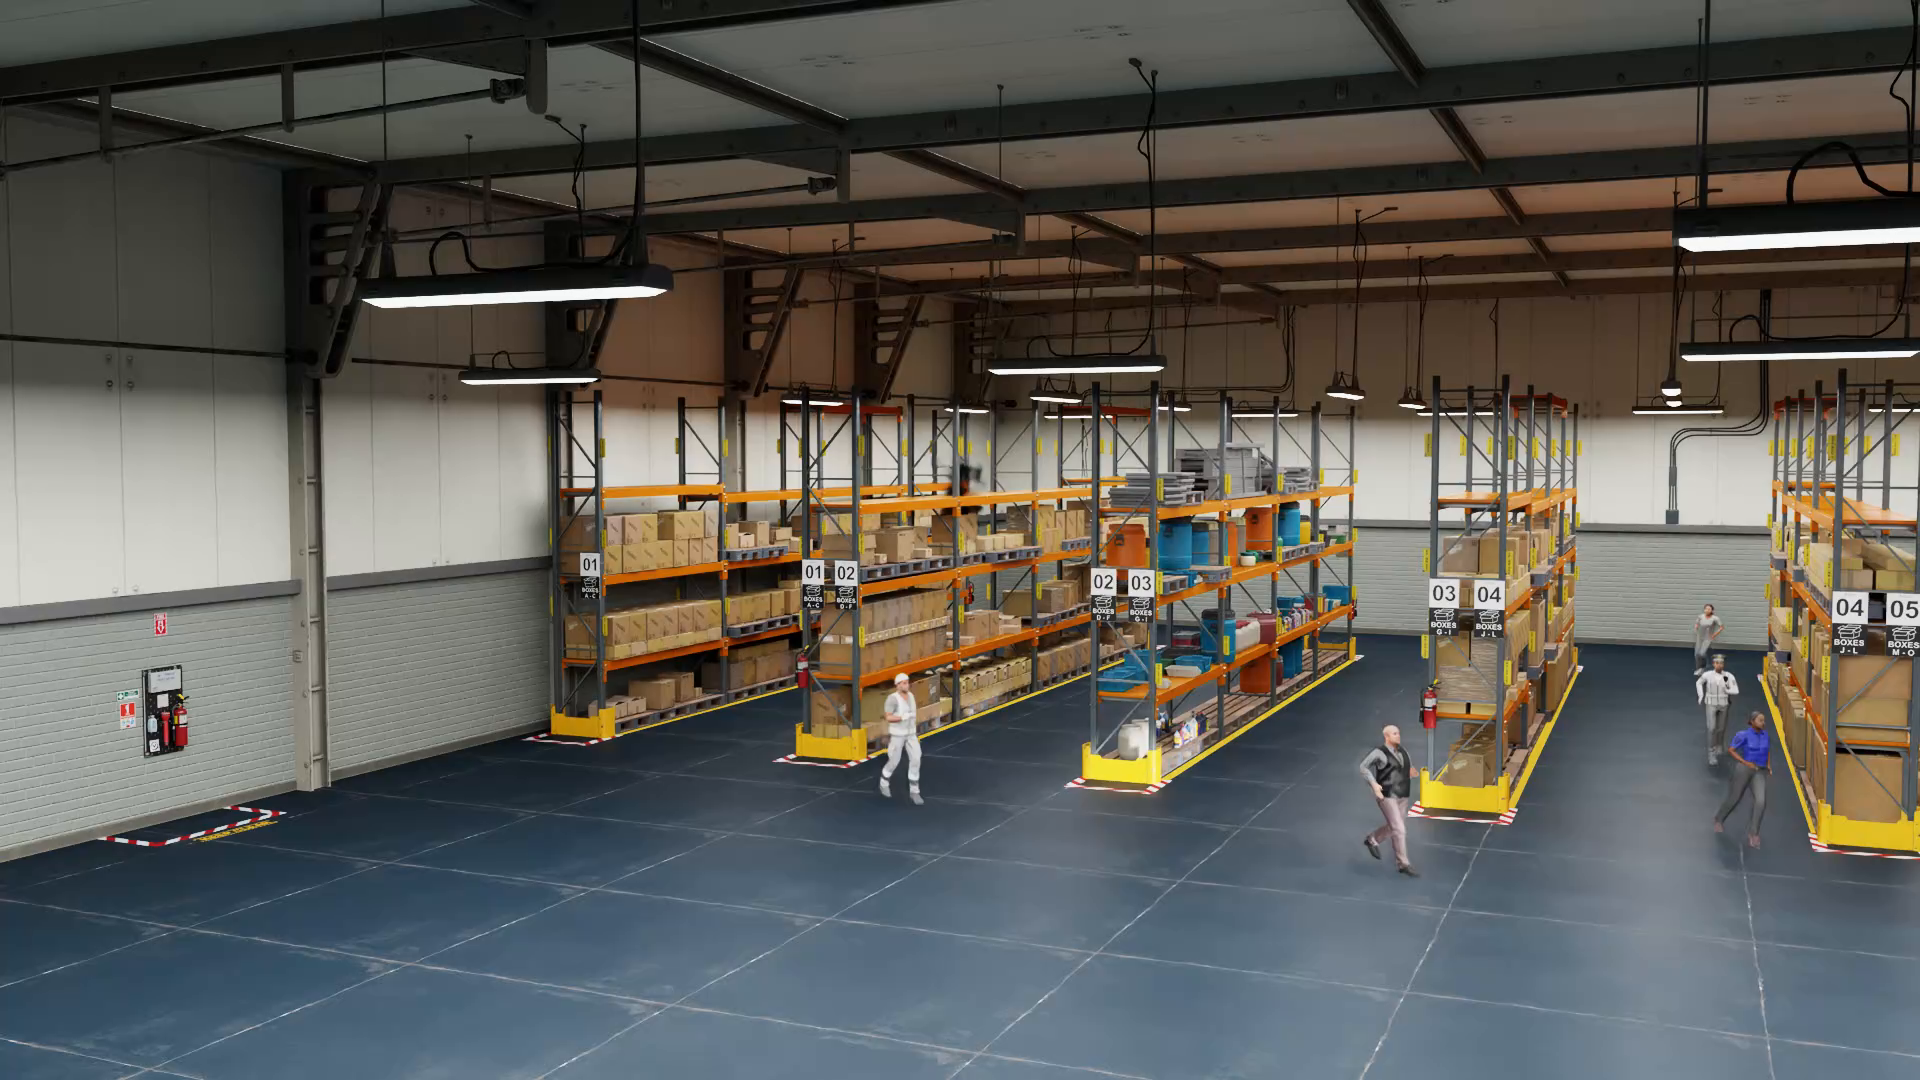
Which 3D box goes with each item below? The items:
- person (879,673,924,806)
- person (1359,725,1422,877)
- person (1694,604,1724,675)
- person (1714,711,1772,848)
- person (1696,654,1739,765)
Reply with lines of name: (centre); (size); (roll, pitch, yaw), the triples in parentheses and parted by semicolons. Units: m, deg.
person: (-0.841, 2.795, 23.509); (0.661, 1.846, 0.836); (-3, 4, -39)
person: (5.095, 3.037, 19.619); (0.659, 1.701, 0.969); (-2, 4, -35)
person: (16.335, 2.187, 36.420); (0.603, 1.597, 0.577); (-2, 4, -35)
person: (10.077, 3.015, 21.211); (0.640, 1.673, 0.835); (0, 3, -3)
person: (12.101, 2.673, 26.565); (0.596, 1.714, 0.861); (1, 3, 19)
